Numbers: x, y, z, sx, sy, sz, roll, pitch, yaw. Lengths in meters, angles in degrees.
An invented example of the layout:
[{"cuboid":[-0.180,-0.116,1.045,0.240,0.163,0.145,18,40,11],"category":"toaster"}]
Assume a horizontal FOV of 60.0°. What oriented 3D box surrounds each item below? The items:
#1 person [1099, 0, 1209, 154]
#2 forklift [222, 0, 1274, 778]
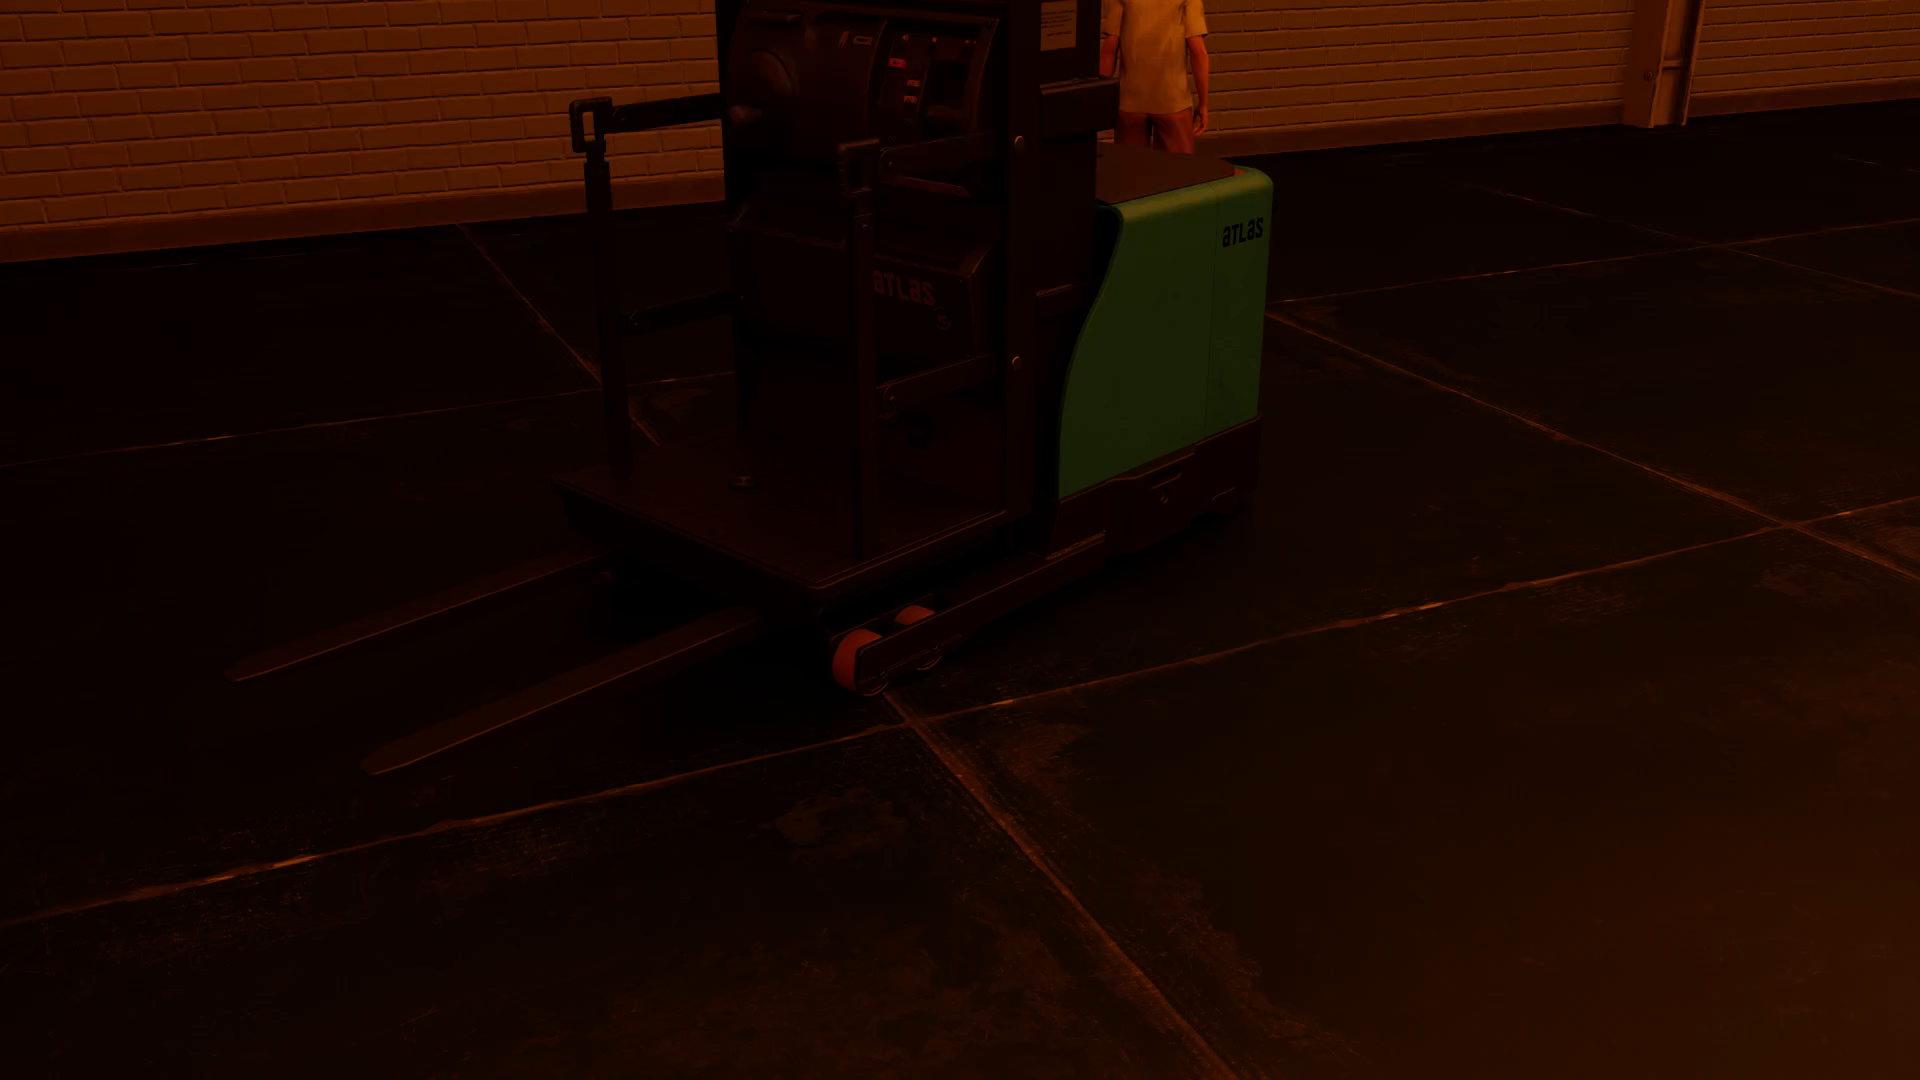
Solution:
[{"cuboid":[0.898,-1.984,7.702,0.511,1.673,0.354,6,23,15],"category":"person"},{"cuboid":[-0.413,-1.182,4.131,1.130,2.935,3.031,19,29,39],"category":"forklift"}]
